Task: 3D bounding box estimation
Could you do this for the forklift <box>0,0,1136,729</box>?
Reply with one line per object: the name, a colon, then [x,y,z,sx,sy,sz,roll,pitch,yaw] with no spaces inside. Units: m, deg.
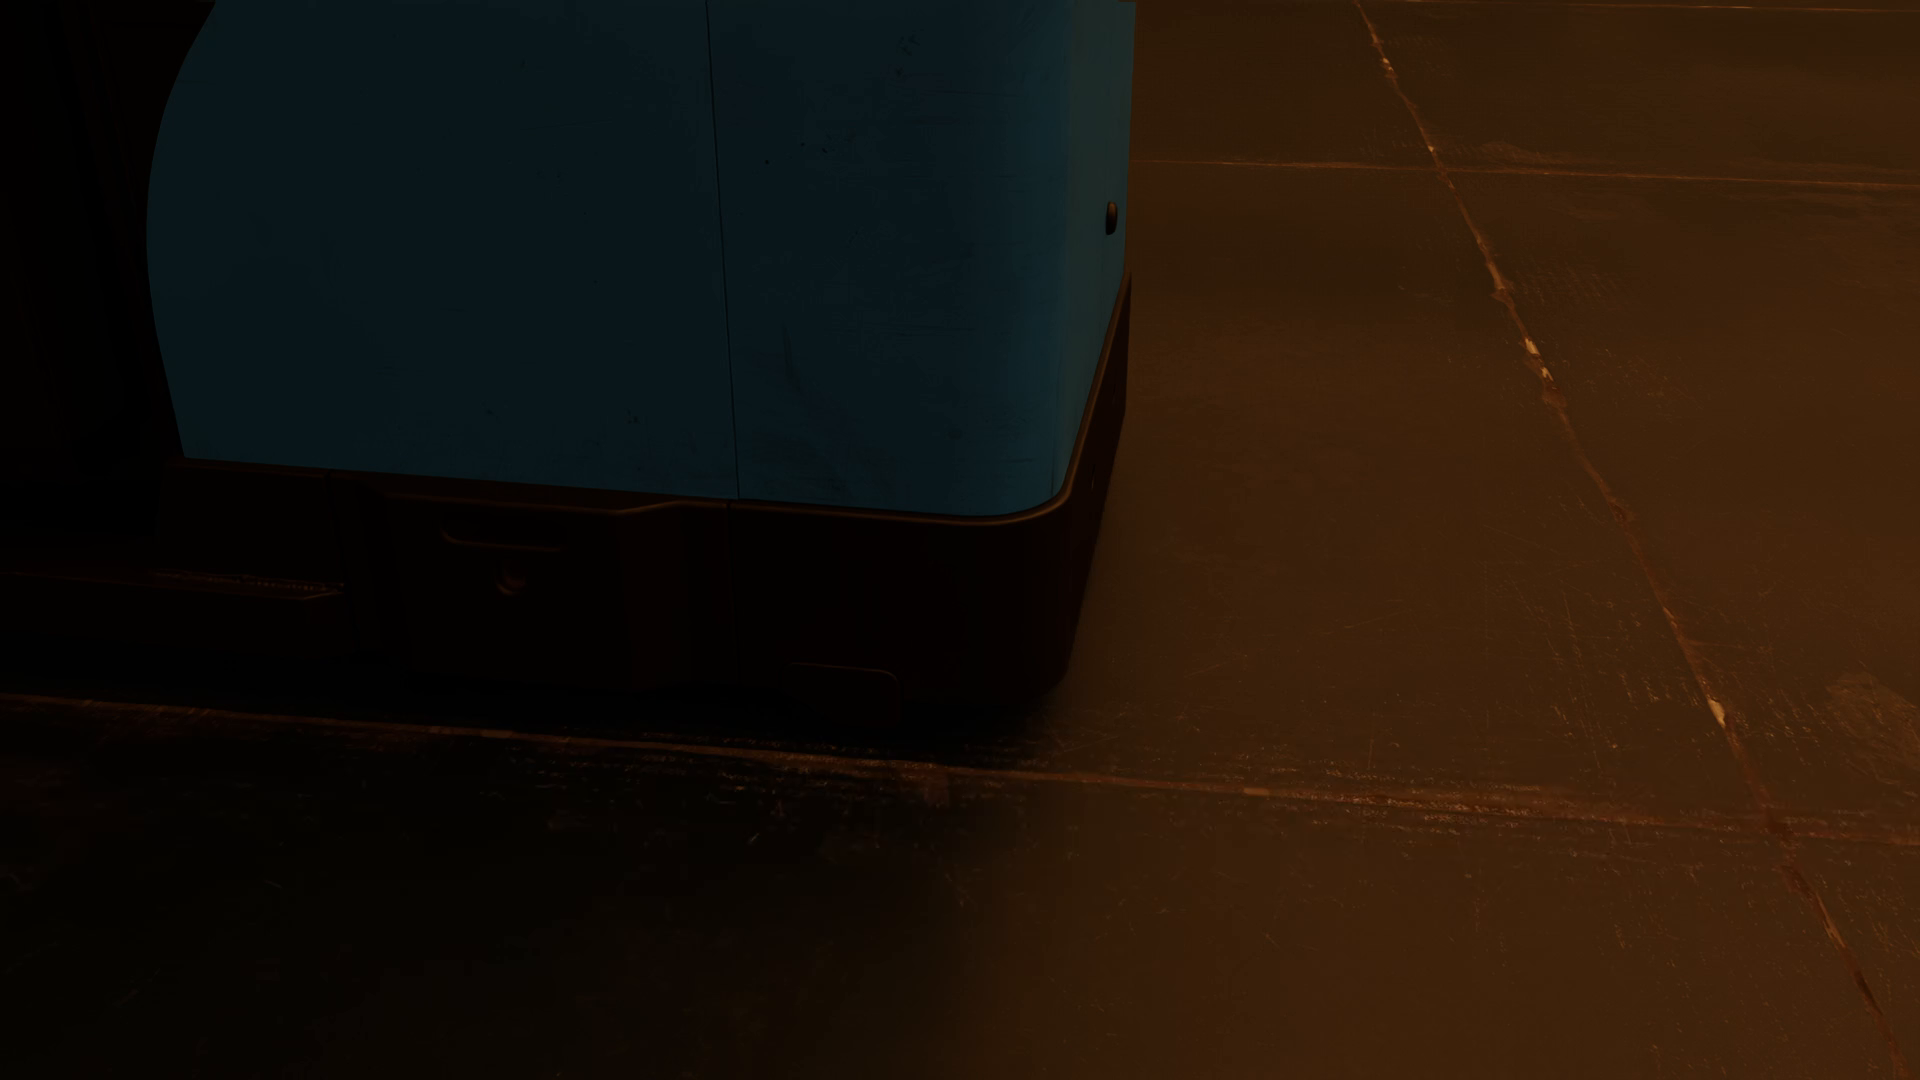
forklift: [-1.291,-1.390,2.004,3.031,2.935,1.130,4,27,9]
